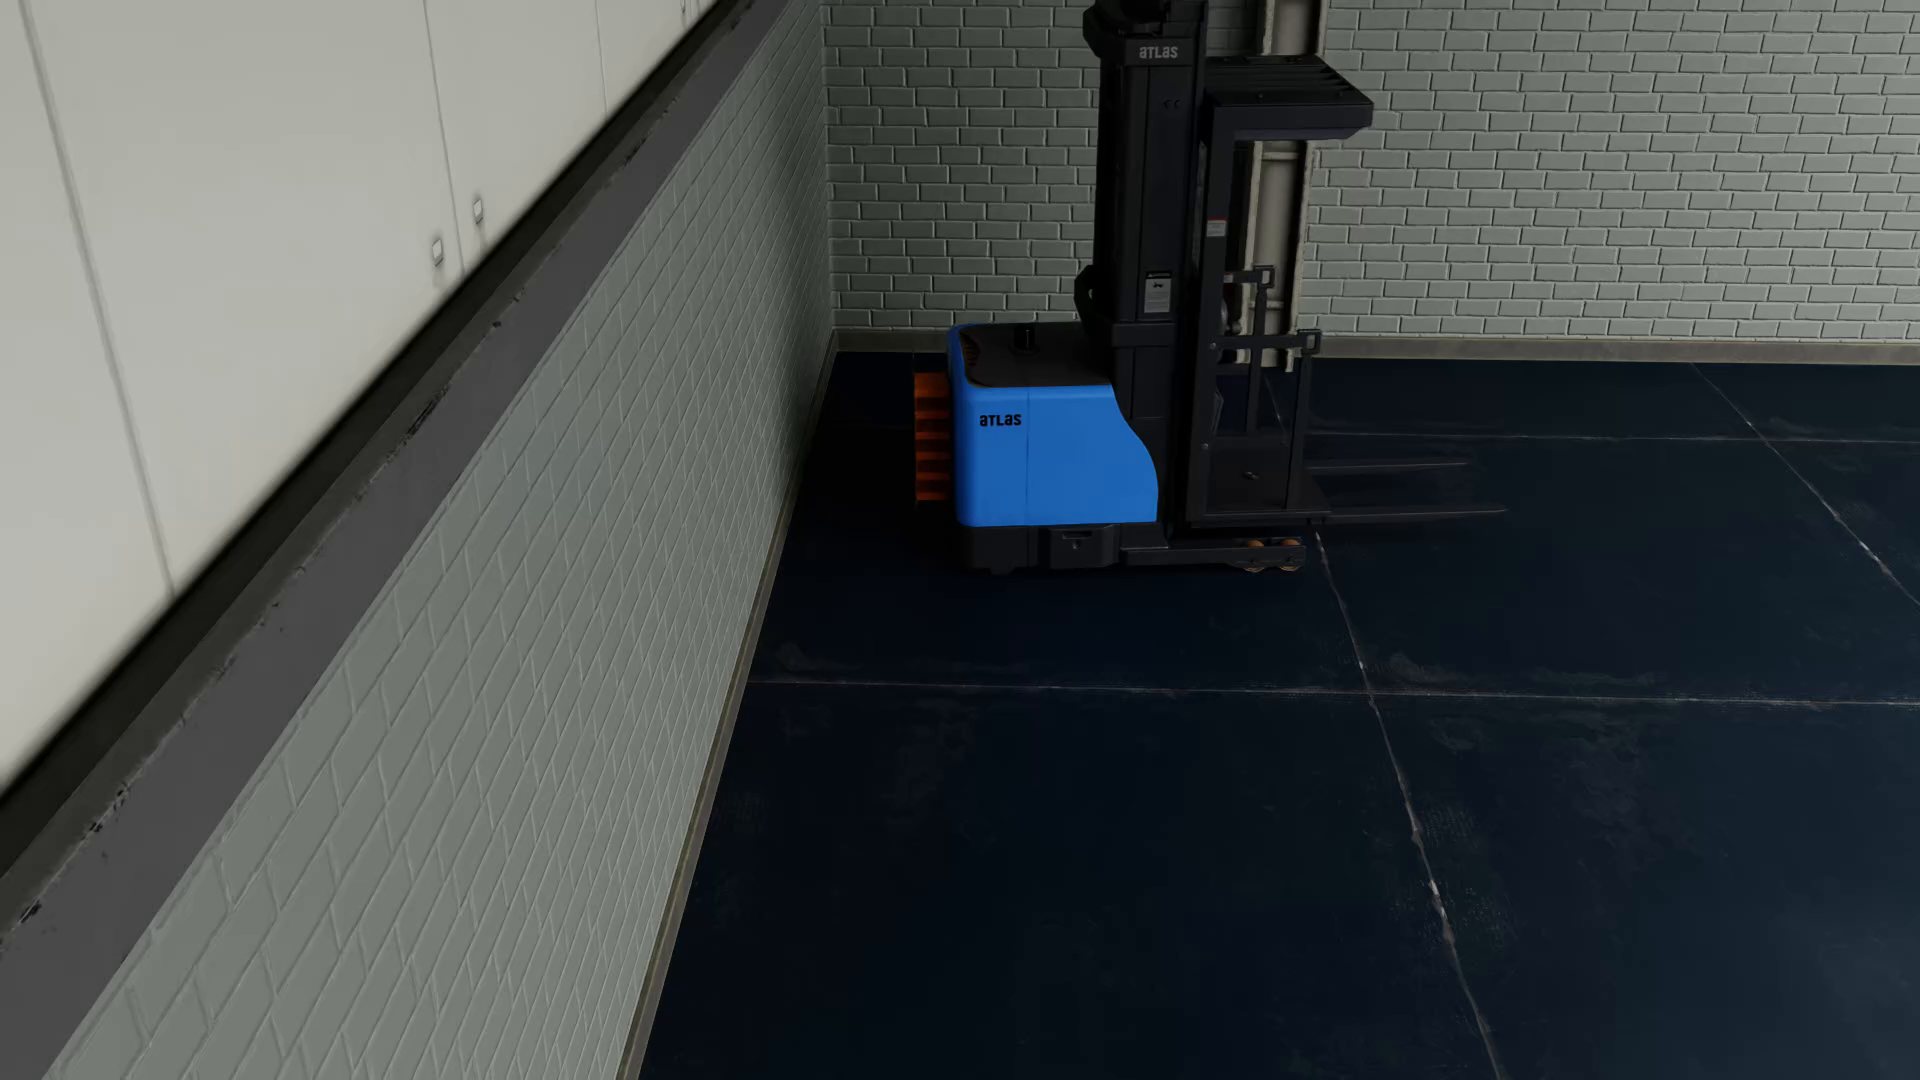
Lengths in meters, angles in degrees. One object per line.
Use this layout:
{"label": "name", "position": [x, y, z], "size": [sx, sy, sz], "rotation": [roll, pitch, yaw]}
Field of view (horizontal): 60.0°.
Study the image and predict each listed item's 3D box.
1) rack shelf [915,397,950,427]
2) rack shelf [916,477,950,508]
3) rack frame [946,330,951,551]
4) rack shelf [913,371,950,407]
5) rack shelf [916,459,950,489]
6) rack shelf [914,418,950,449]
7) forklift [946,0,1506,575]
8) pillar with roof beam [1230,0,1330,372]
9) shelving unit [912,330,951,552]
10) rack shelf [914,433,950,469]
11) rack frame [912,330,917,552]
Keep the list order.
{"label": "rack shelf", "position": [-0.153, -0.696, 8.864], "size": [0.180, 0.103, 0.258], "rotation": [-2, 28, -3]}
{"label": "rack shelf", "position": [-0.153, -0.272, 9.089], "size": [0.180, 0.103, 0.258], "rotation": [-2, 28, -3]}
{"label": "rack frame", "position": [-0.062, -0.526, 8.961], "size": [0.006, 1.200, 0.240], "rotation": [-2, 28, -3]}
{"label": "rack shelf", "position": [-0.153, -0.802, 8.808], "size": [0.180, 0.103, 0.258], "rotation": [-2, 28, -3]}
{"label": "rack shelf", "position": [-0.153, -0.378, 9.033], "size": [0.180, 0.103, 0.258], "rotation": [-2, 28, -3]}
{"label": "rack shelf", "position": [-0.153, -0.590, 8.921], "size": [0.180, 0.103, 0.258], "rotation": [-2, 28, -3]}
{"label": "forklift", "position": [1.454, -1.369, 8.703], "size": [3.031, 2.935, 1.130], "rotation": [-2, 28, -3]}
{"label": "pillar with roof beam", "position": [1.942, -3.192, 5.664], "size": [0.400, 9.000, 9.100], "rotation": [1, 28, 2]}
{"label": "shelving unit", "position": [-0.153, -0.523, 8.956], "size": [0.189, 1.200, 0.258], "rotation": [-2, 28, -3]}
{"label": "rack shelf", "position": [-0.153, -0.484, 8.977], "size": [0.180, 0.103, 0.258], "rotation": [-2, 28, -3]}
{"label": "rack frame", "position": [-0.244, -0.520, 8.951], "size": [0.006, 1.200, 0.240], "rotation": [-2, 28, -3]}
